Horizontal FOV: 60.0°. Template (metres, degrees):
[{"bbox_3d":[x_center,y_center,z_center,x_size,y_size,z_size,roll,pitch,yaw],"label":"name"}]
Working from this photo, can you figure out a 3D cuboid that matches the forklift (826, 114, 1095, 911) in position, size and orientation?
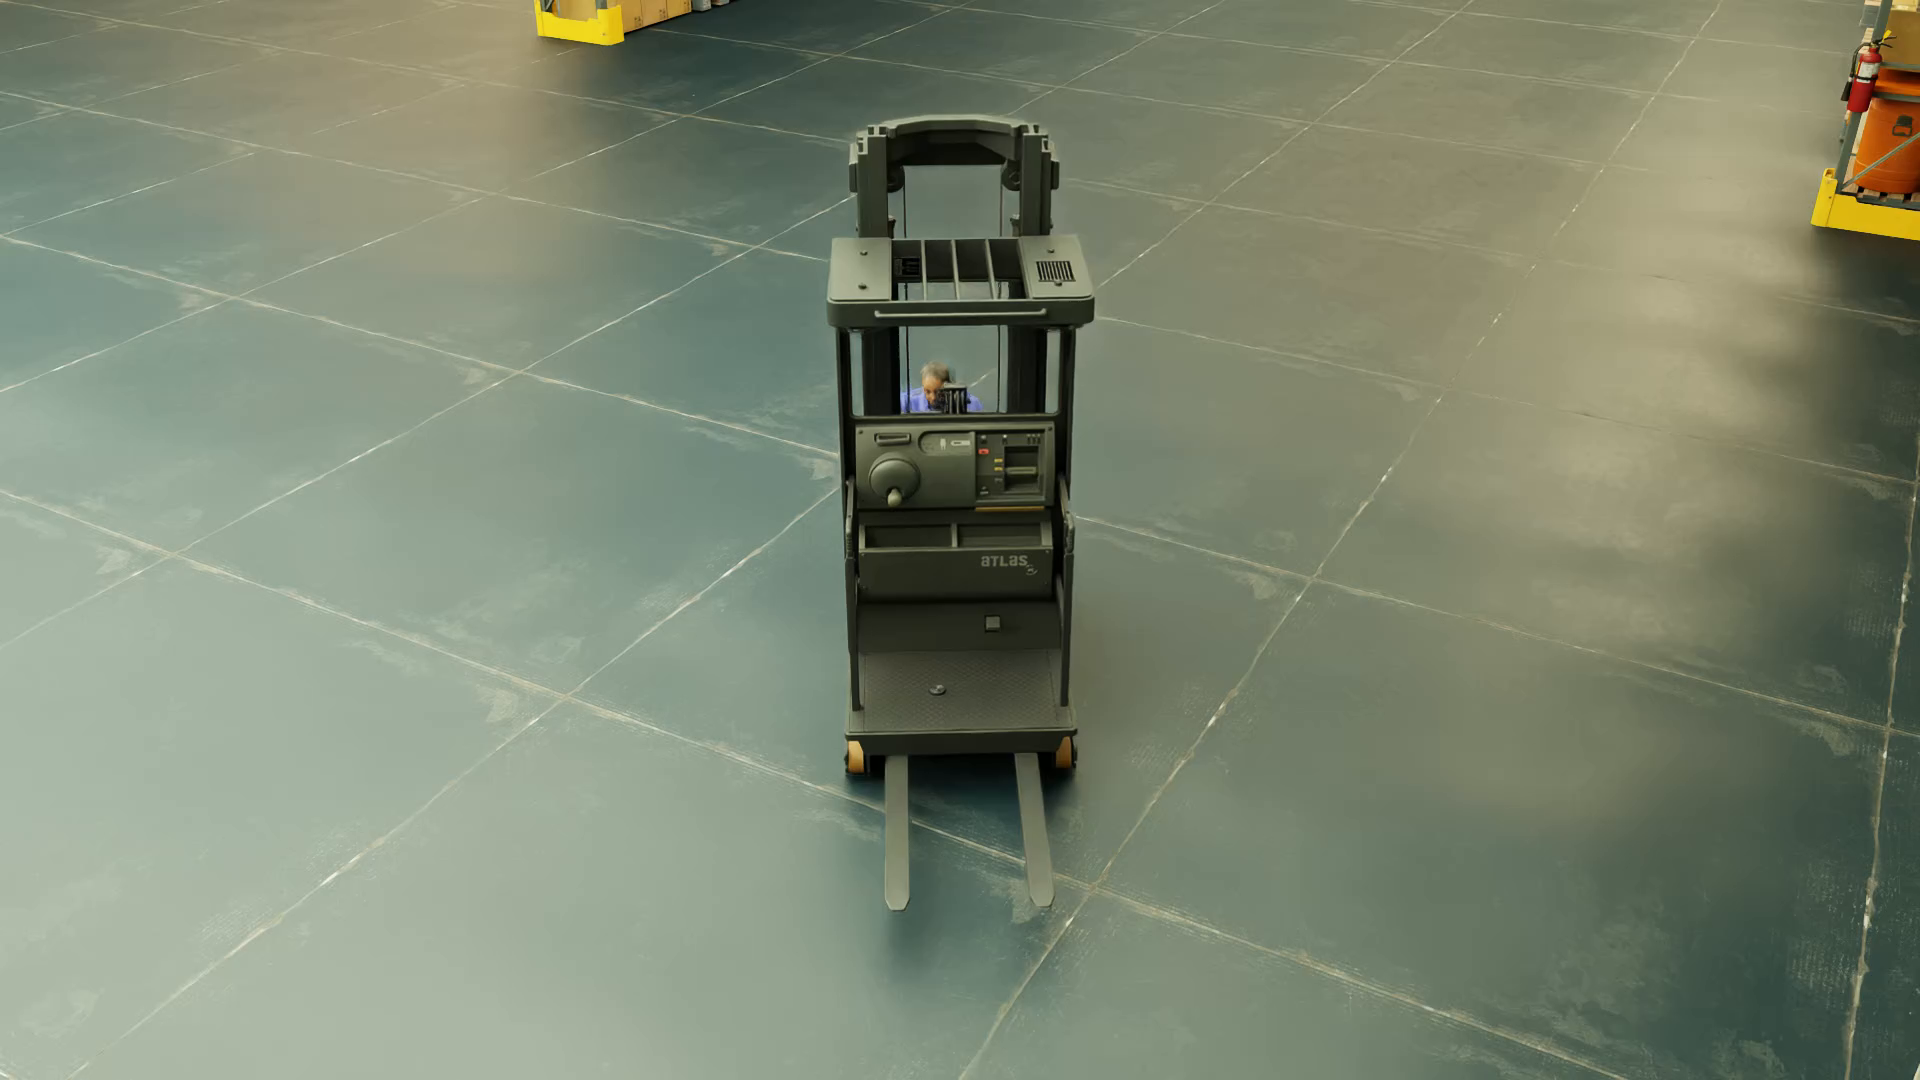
[{"bbox_3d":[-0.010,-0.303,7.595,1.130,2.935,3.031,-1,30,-2],"label":"forklift"}]

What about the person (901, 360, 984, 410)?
[{"bbox_3d":[-0.158,-0.230,9.106,0.686,1.465,0.838,2,30,4],"label":"person"}]
